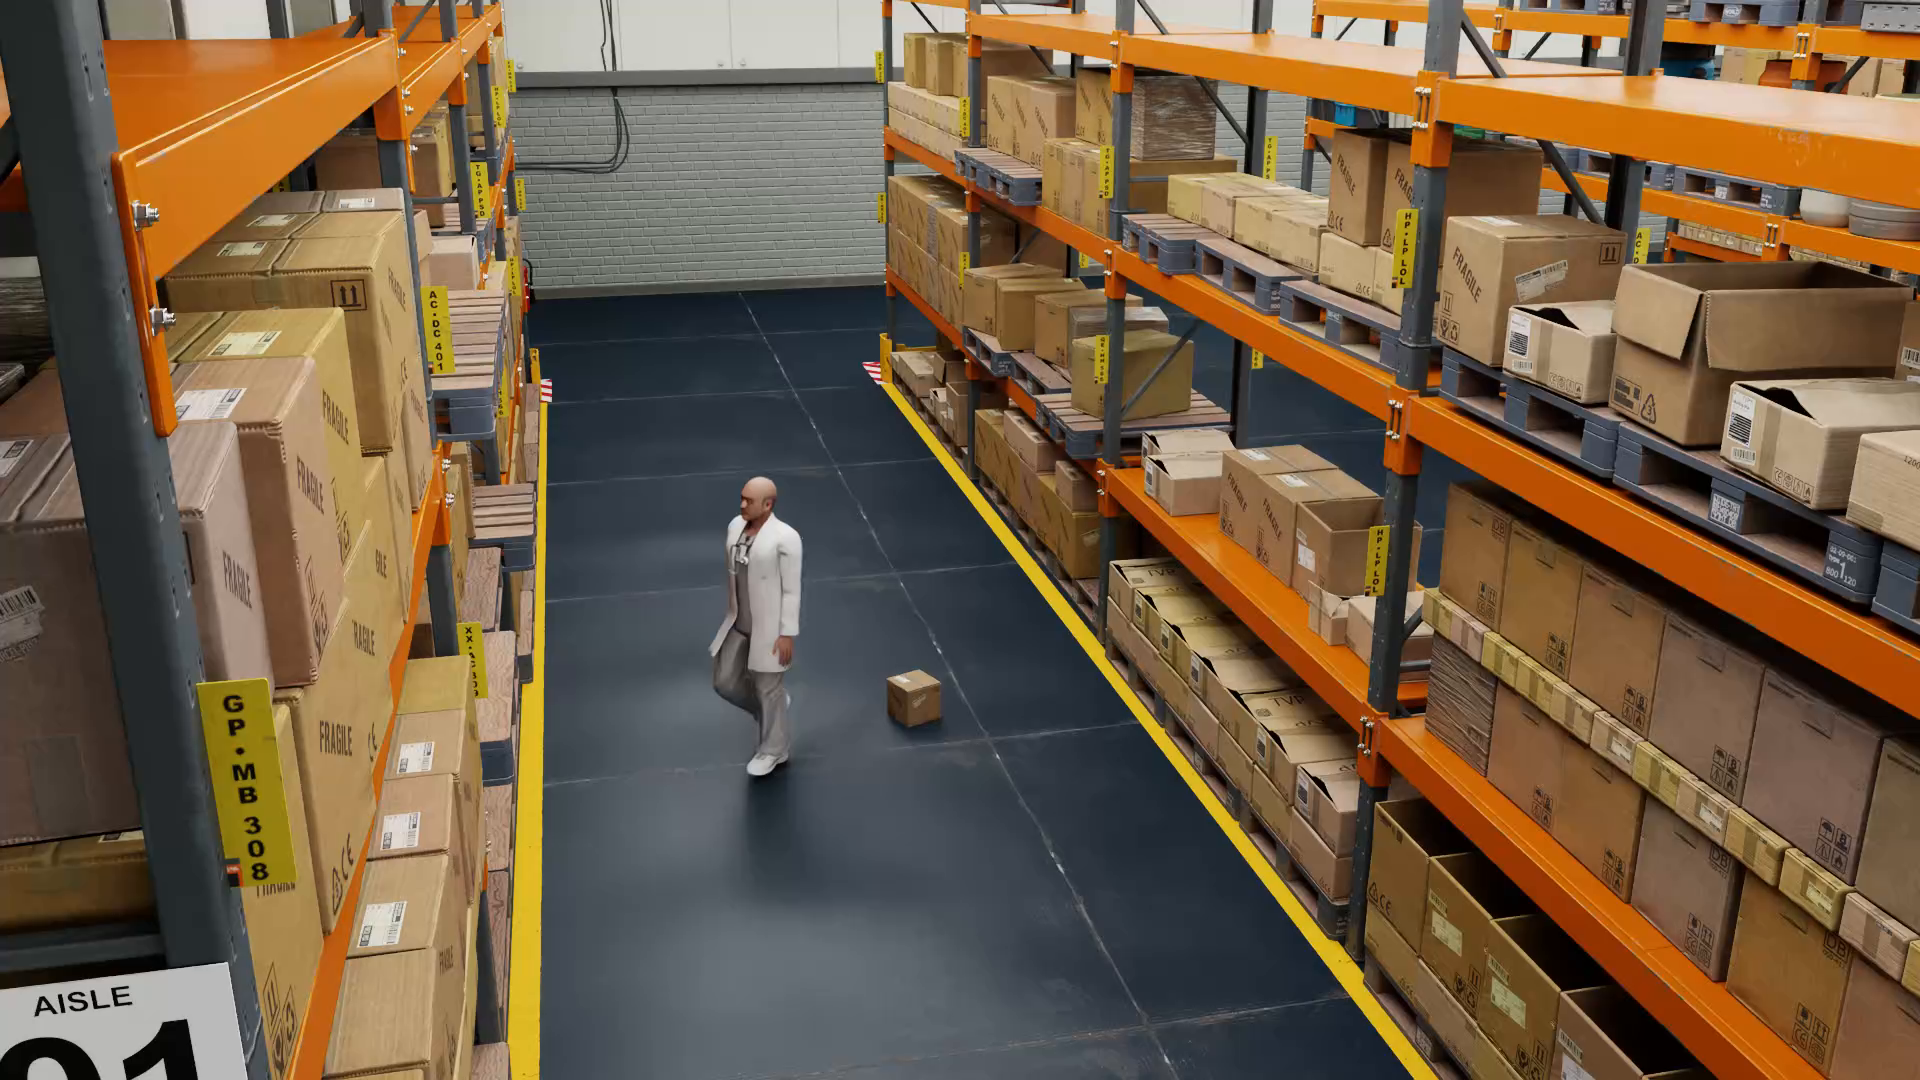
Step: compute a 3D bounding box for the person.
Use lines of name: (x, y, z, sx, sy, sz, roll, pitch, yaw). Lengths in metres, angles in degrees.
person: (-1.139, 0.485, 9.623, 0.594, 1.767, 0.559, 13, 23, 33)
